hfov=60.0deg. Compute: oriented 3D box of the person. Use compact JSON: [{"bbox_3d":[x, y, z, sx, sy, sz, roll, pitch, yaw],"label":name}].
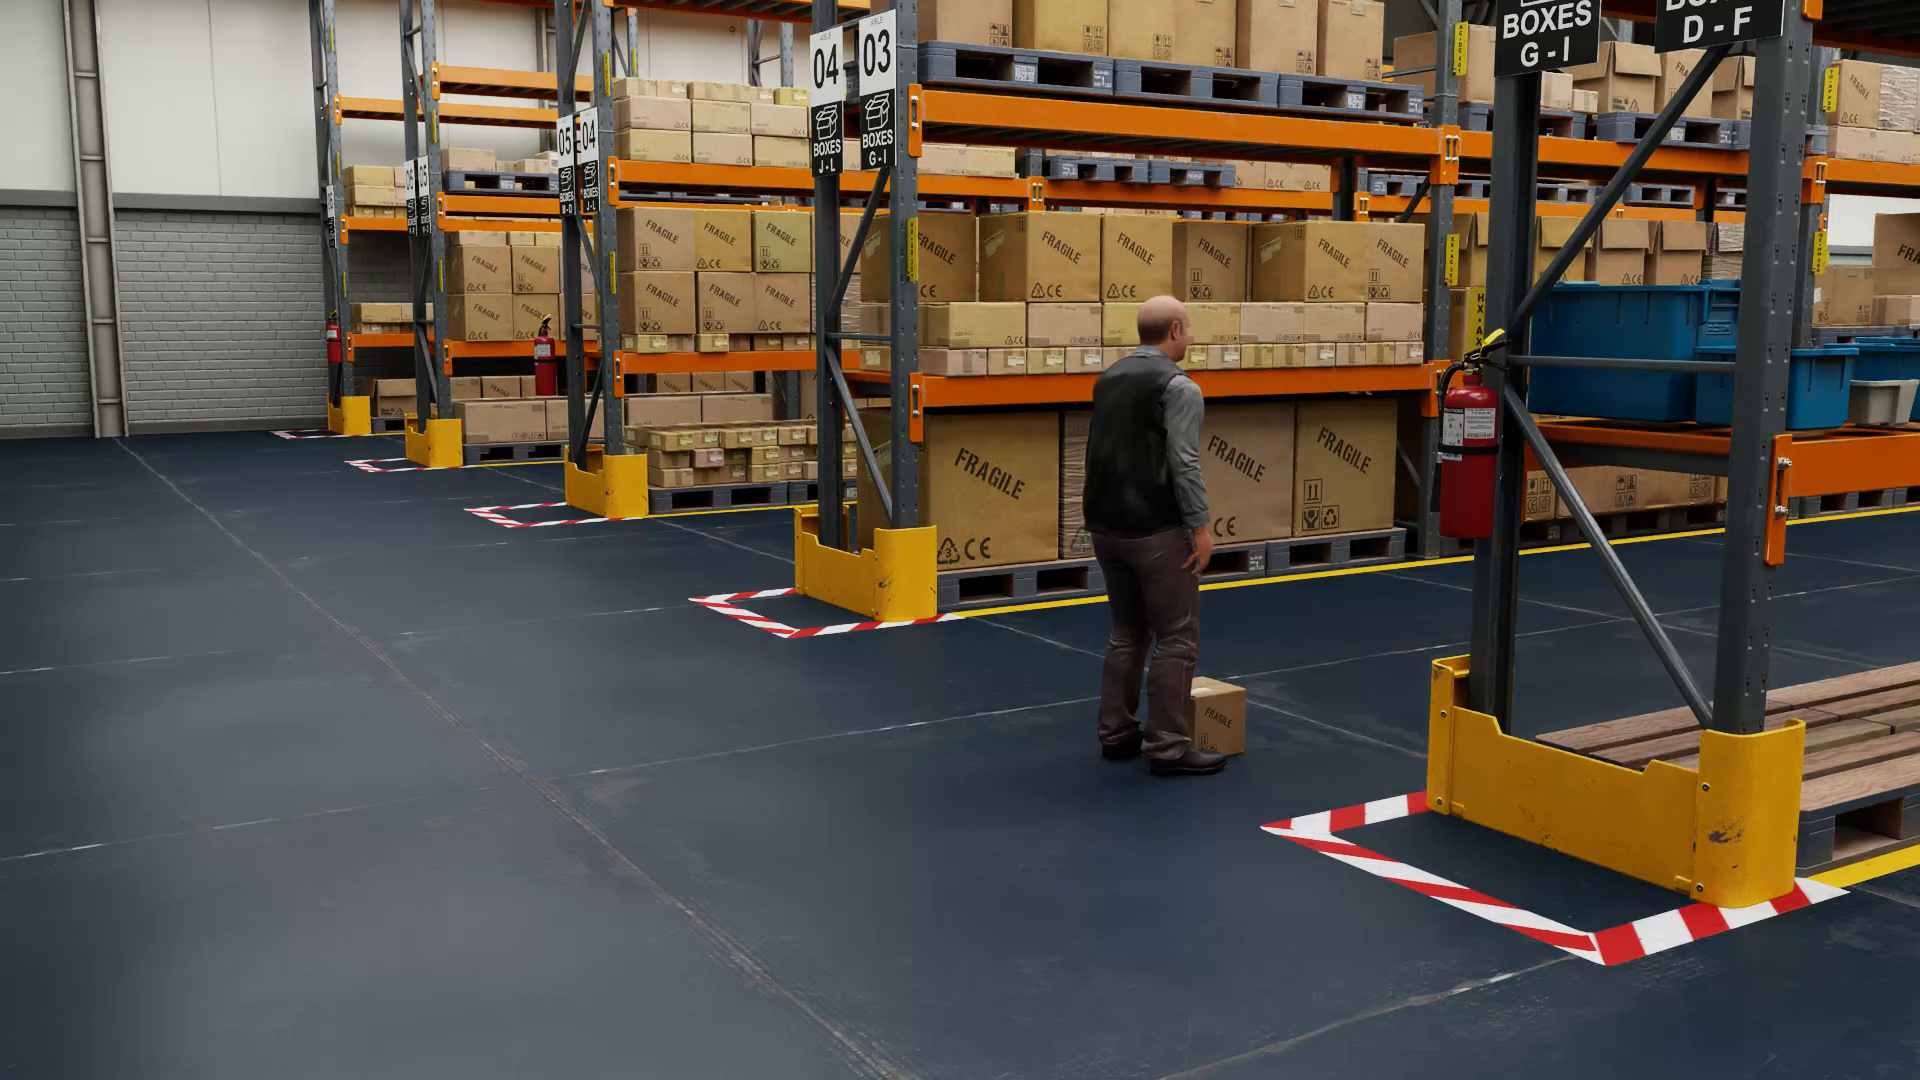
[{"bbox_3d":[0.676,-0.026,6.094,0.412,1.721,0.586,-5,10,-32],"label":"person"}]
